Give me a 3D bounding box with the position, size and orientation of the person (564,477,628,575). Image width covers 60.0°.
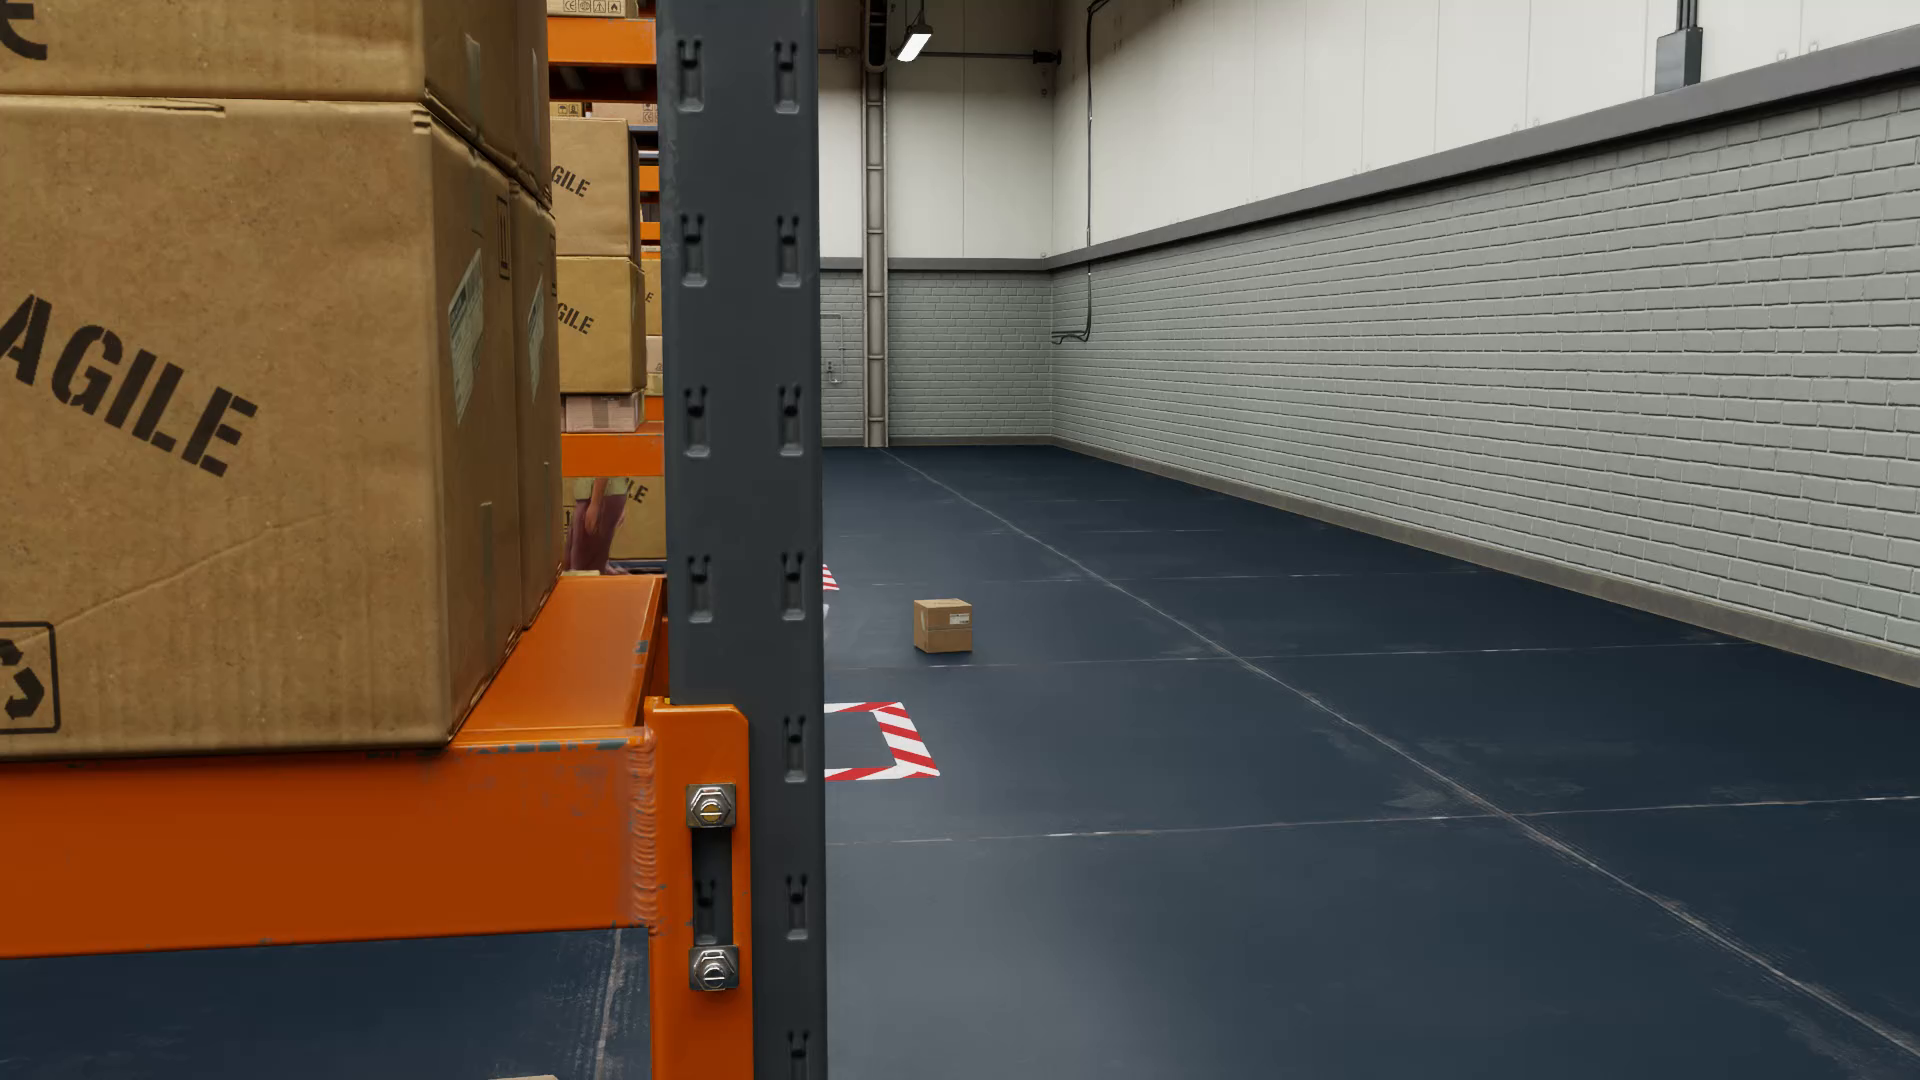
[{"bbox_3d":[-1.735,-0.189,8.236,0.528,1.660,0.447,-1,7,-6],"label":"person"}]
